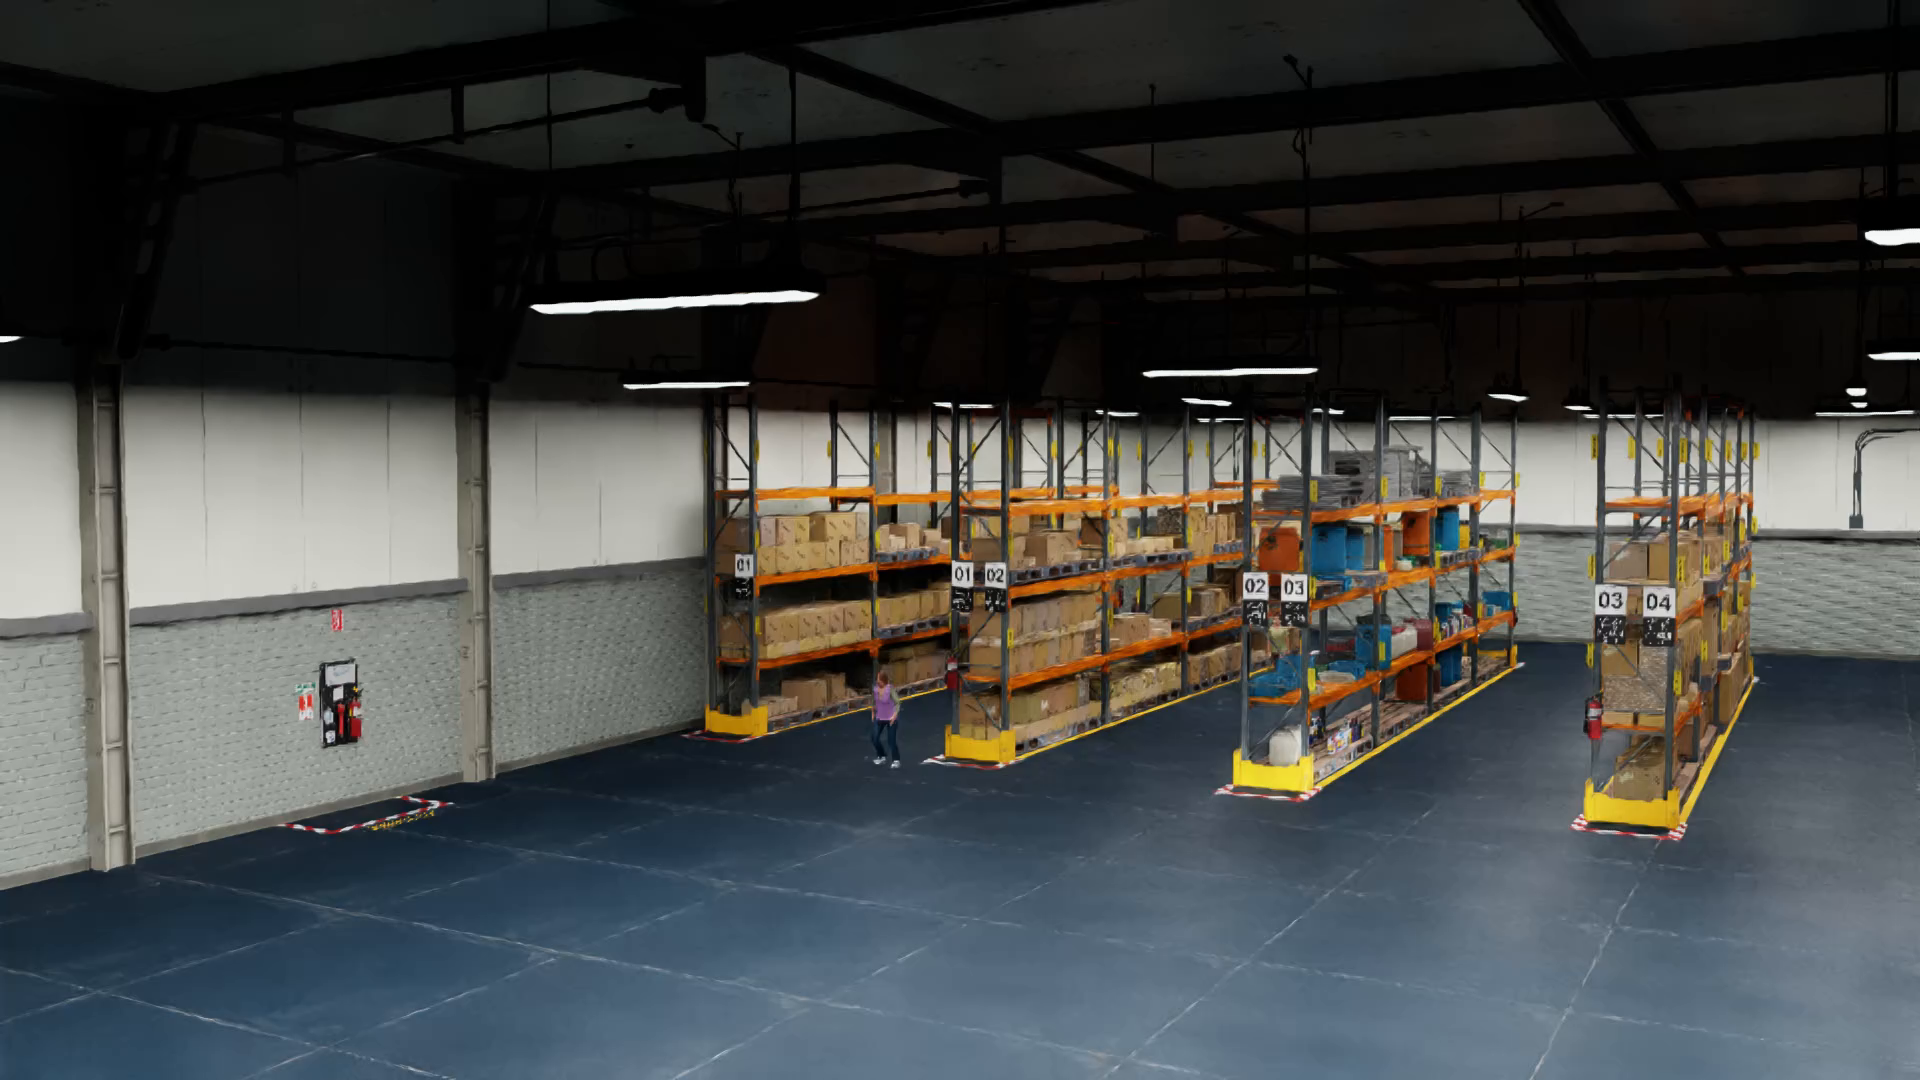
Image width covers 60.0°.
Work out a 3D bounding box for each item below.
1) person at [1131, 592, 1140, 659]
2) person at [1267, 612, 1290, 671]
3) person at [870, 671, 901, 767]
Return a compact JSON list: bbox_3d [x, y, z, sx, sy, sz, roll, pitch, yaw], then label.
[{"bbox_3d":[4.064,2.127,37.555,0.514,1.667,0.638,0,3,-1],"label":"person"},{"bbox_3d":[6.633,2.304,34.789,0.451,1.585,1.097,2,3,27],"label":"person"},{"bbox_3d":[-1.171,2.836,26.241,0.566,1.508,0.516,2,3,26],"label":"person"}]
